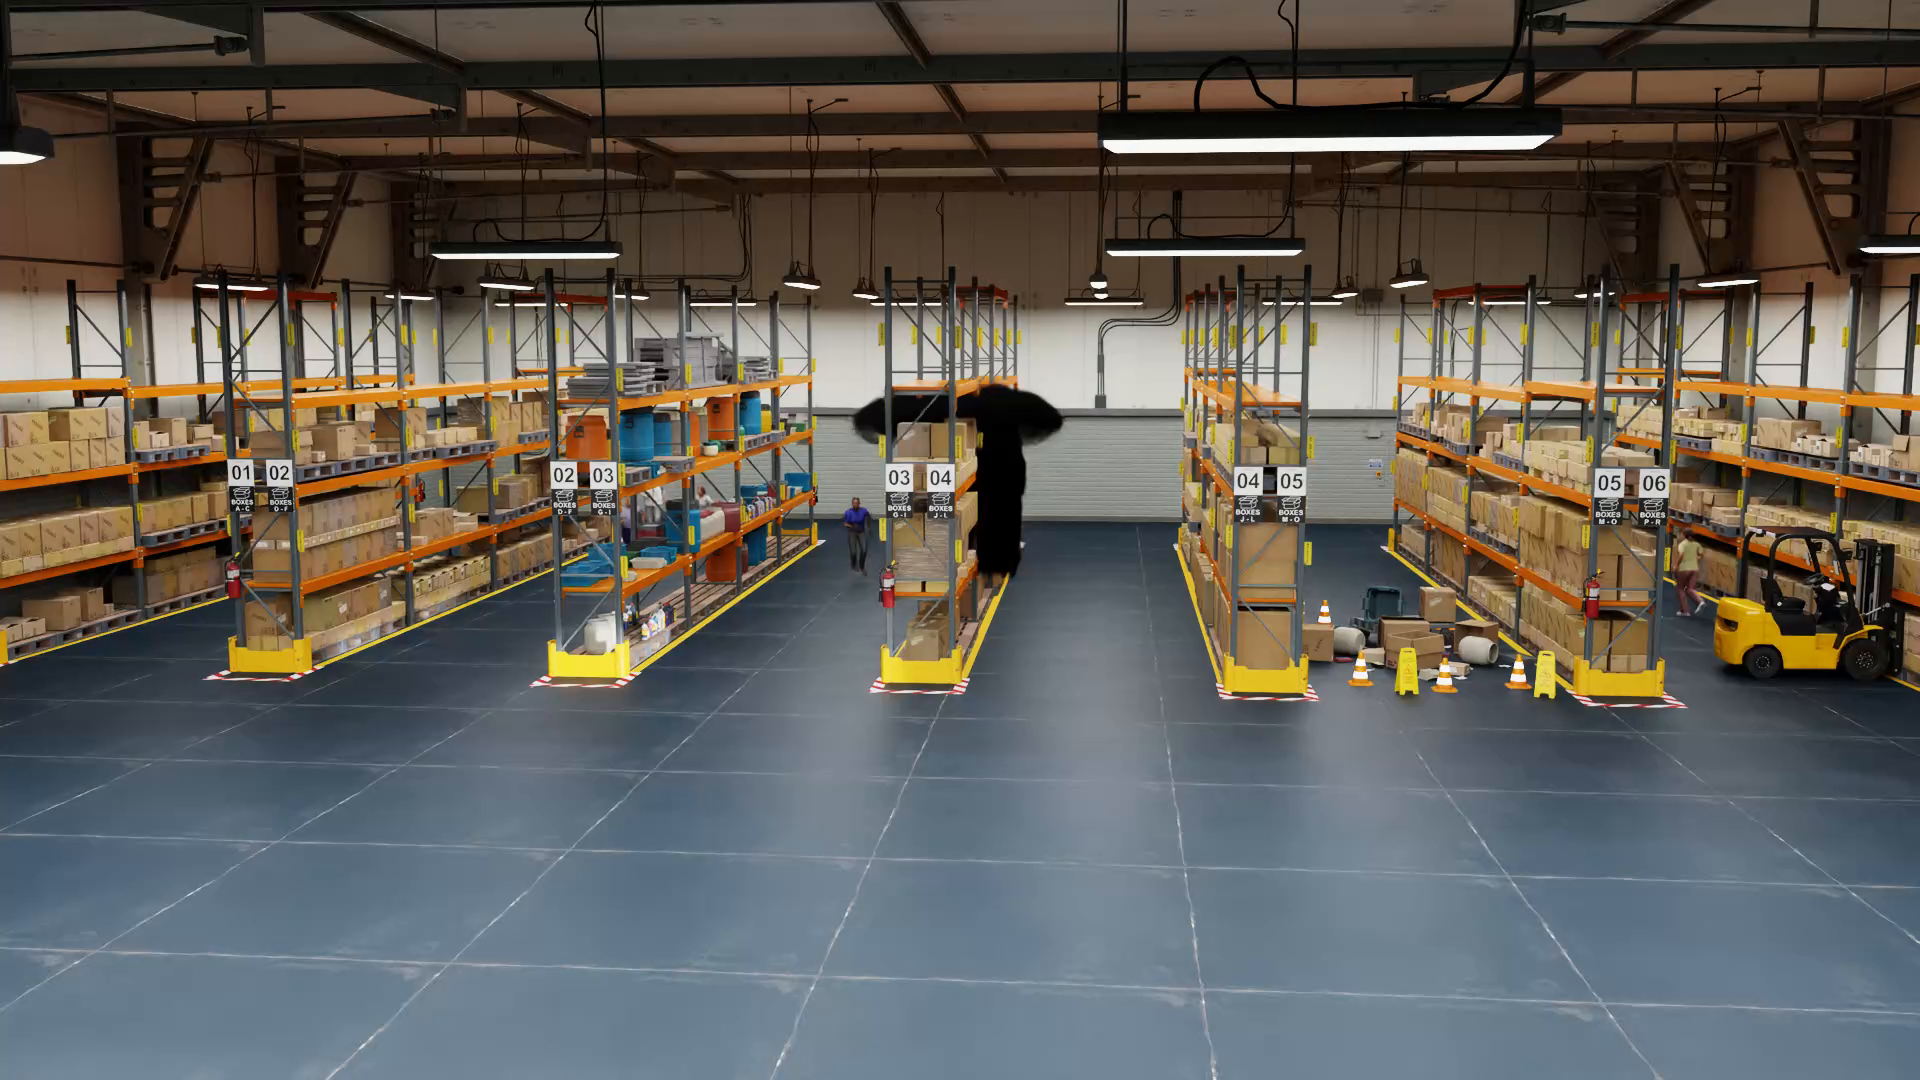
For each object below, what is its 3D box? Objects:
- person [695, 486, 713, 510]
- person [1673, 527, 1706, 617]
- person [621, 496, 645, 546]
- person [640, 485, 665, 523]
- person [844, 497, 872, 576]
[{"bbox_3d":[-5.909,-0.452,38.532,0.544,1.619,0.734,2,7,14],"label":"person"},{"bbox_3d":[13.136,0.590,29.867,0.576,1.617,0.720,-1,7,-10],"label":"person"},{"bbox_3d":[-7.031,-0.125,35.455,0.567,1.695,0.855,0,7,4],"label":"person"},{"bbox_3d":[-7.553,-0.839,40.915,0.615,1.825,0.831,-1,7,-10],"label":"person"},{"bbox_3d":[-2.057,-0.073,33.481,0.580,1.618,0.885,-1,7,-8],"label":"person"}]
